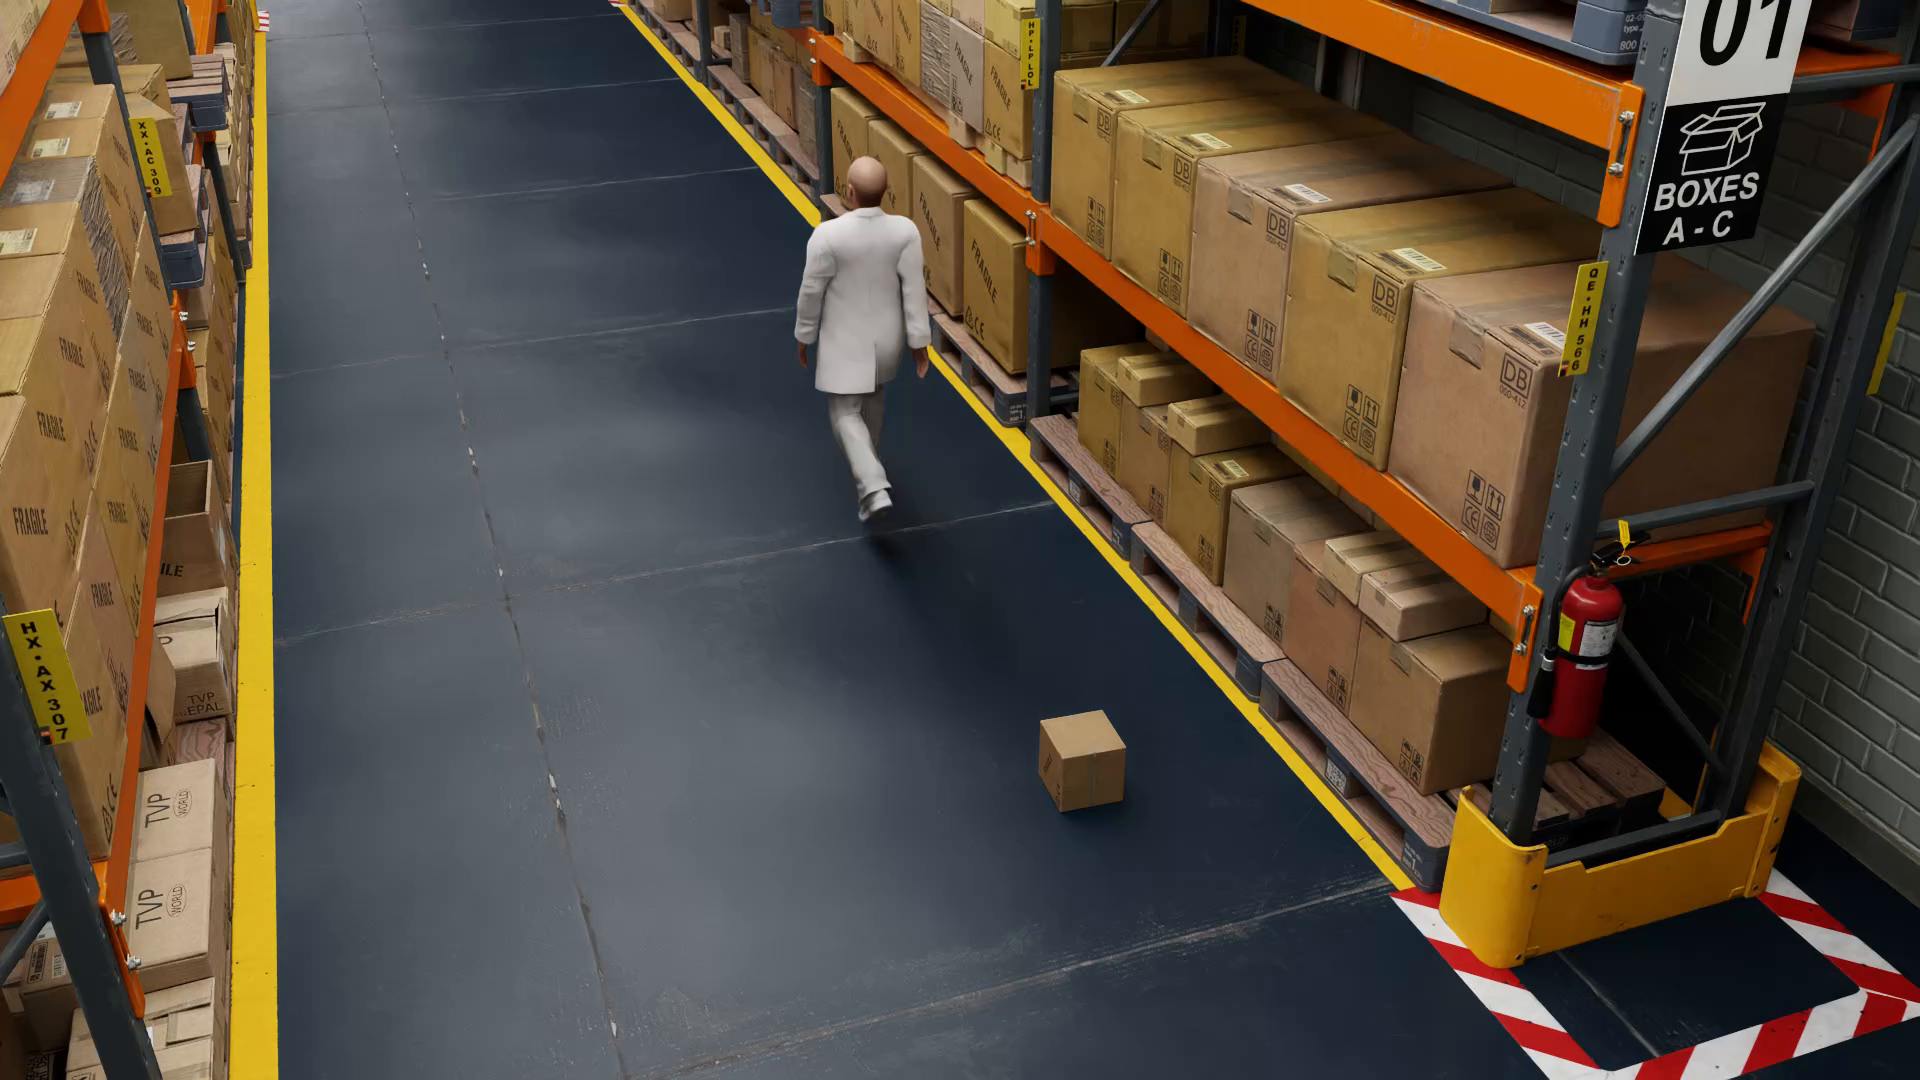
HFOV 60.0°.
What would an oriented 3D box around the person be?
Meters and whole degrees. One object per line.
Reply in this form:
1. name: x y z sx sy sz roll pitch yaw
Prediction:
1. person: -0.467 -0.964 7.850 0.609 1.732 0.999 -12 32 -20
